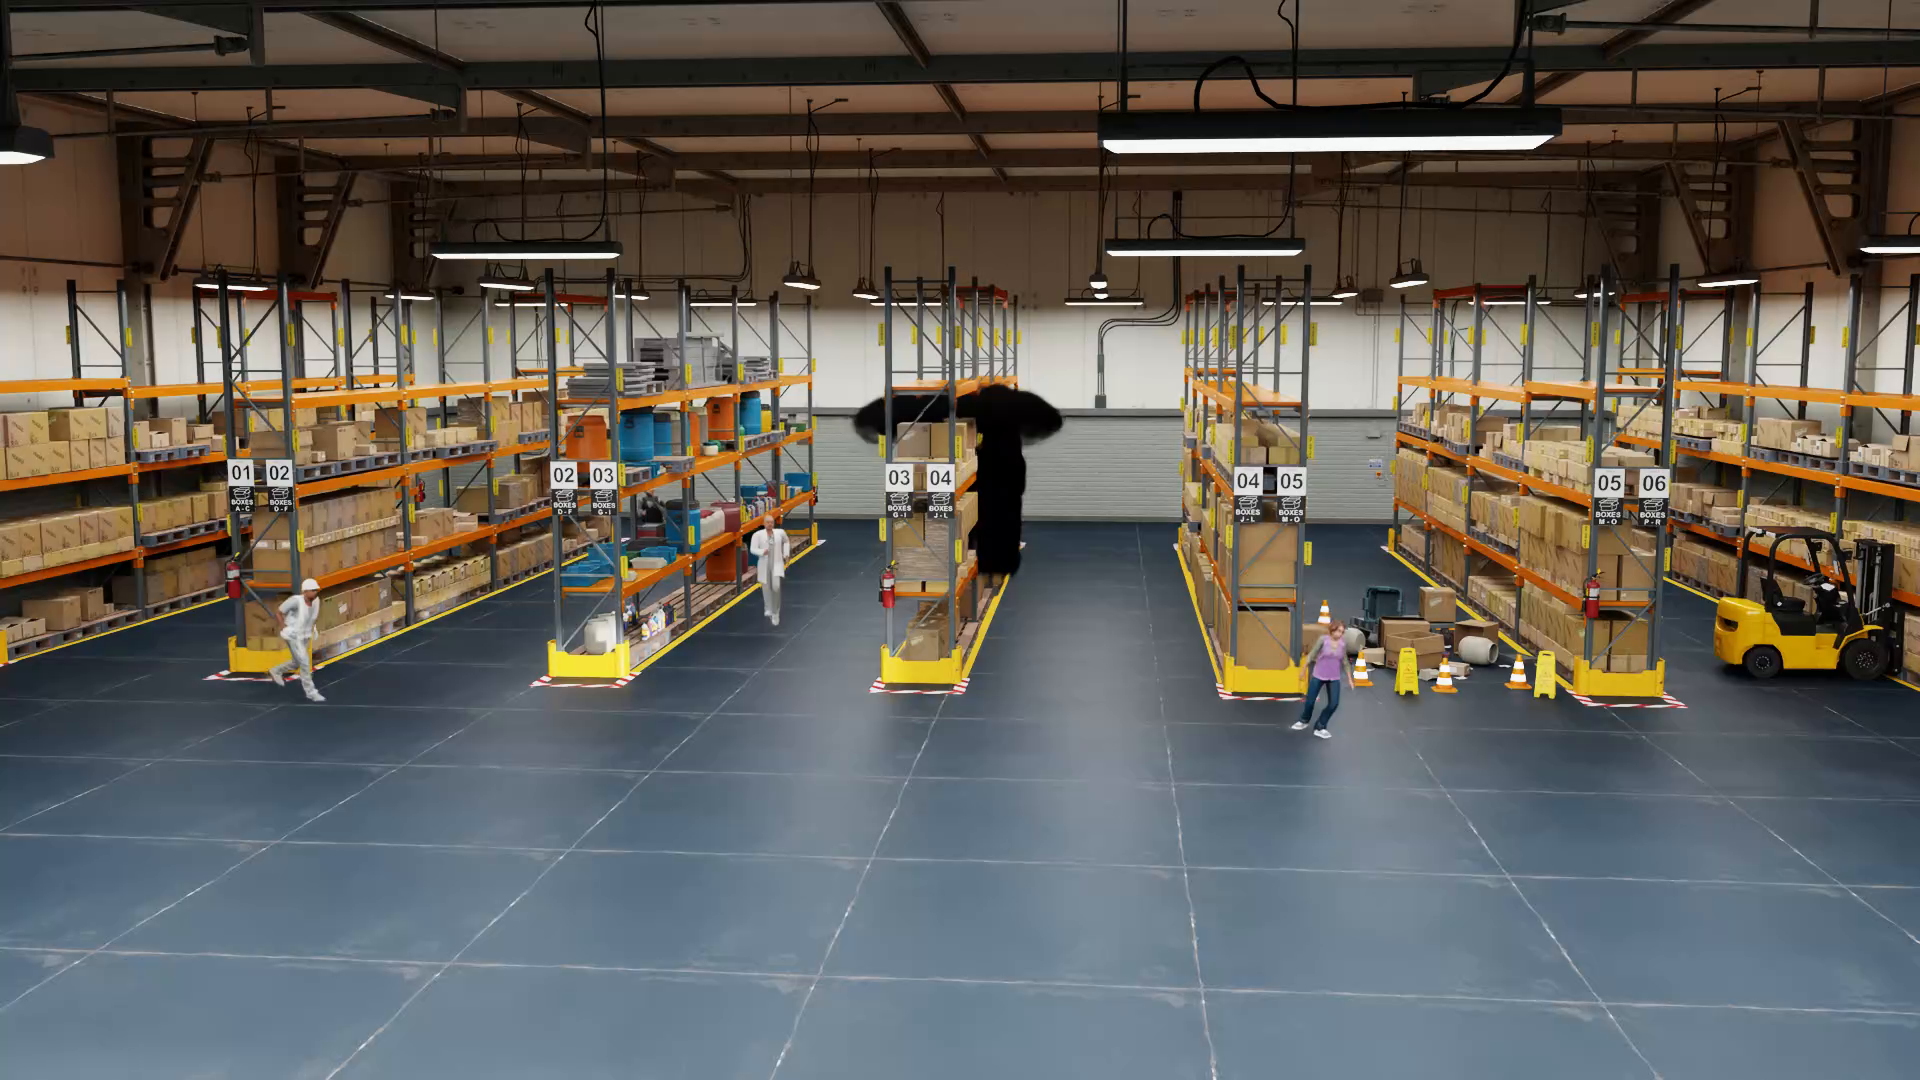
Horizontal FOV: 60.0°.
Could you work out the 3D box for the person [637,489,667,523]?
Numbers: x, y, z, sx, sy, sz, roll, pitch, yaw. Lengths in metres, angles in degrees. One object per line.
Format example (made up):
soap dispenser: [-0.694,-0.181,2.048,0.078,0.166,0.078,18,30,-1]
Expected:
person: [-6.841,-0.319,36.850,0.609,1.774,0.834,1,7,5]

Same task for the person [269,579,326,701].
person: [-9.260,1.377,23.090,1.011,1.728,0.697,4,8,28]

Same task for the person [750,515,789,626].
person: [-3.185,0.493,27.877,0.646,1.837,0.912,-1,7,-5]

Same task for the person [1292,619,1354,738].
person: [4.552,1.719,20.856,0.667,1.527,0.586,-1,7,-7]
